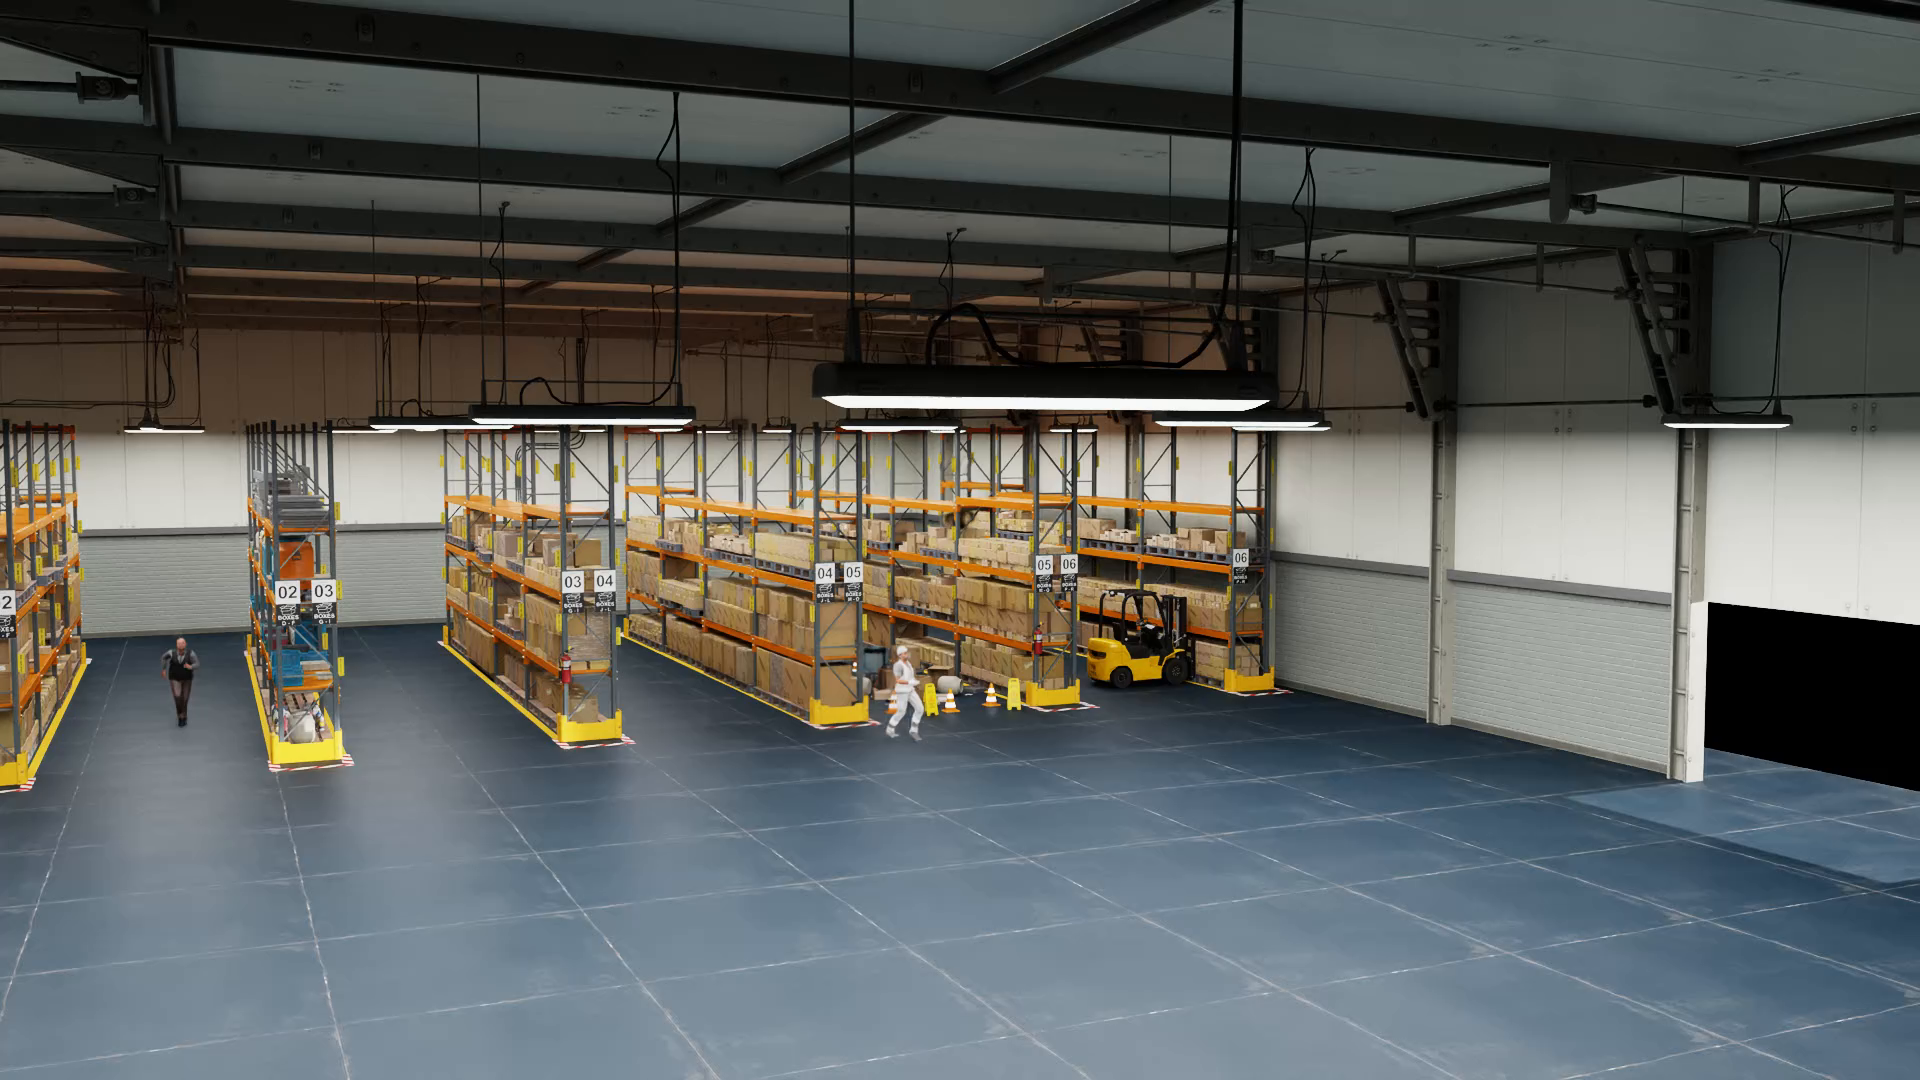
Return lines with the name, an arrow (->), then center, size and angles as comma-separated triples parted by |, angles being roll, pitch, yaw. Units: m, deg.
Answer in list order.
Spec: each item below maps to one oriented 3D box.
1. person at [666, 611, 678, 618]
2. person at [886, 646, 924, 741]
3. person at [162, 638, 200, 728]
person -> -8.696, 1.837, 49.574 | 0.661, 1.620, 0.600 | -2, 4, -25
person -> -1.033, 2.888, 31.293 | 0.765, 1.802, 0.666 | 2, 4, 30
person -> -15.433, 2.815, 32.954 | 0.679, 1.757, 0.850 | -2, 4, -27
